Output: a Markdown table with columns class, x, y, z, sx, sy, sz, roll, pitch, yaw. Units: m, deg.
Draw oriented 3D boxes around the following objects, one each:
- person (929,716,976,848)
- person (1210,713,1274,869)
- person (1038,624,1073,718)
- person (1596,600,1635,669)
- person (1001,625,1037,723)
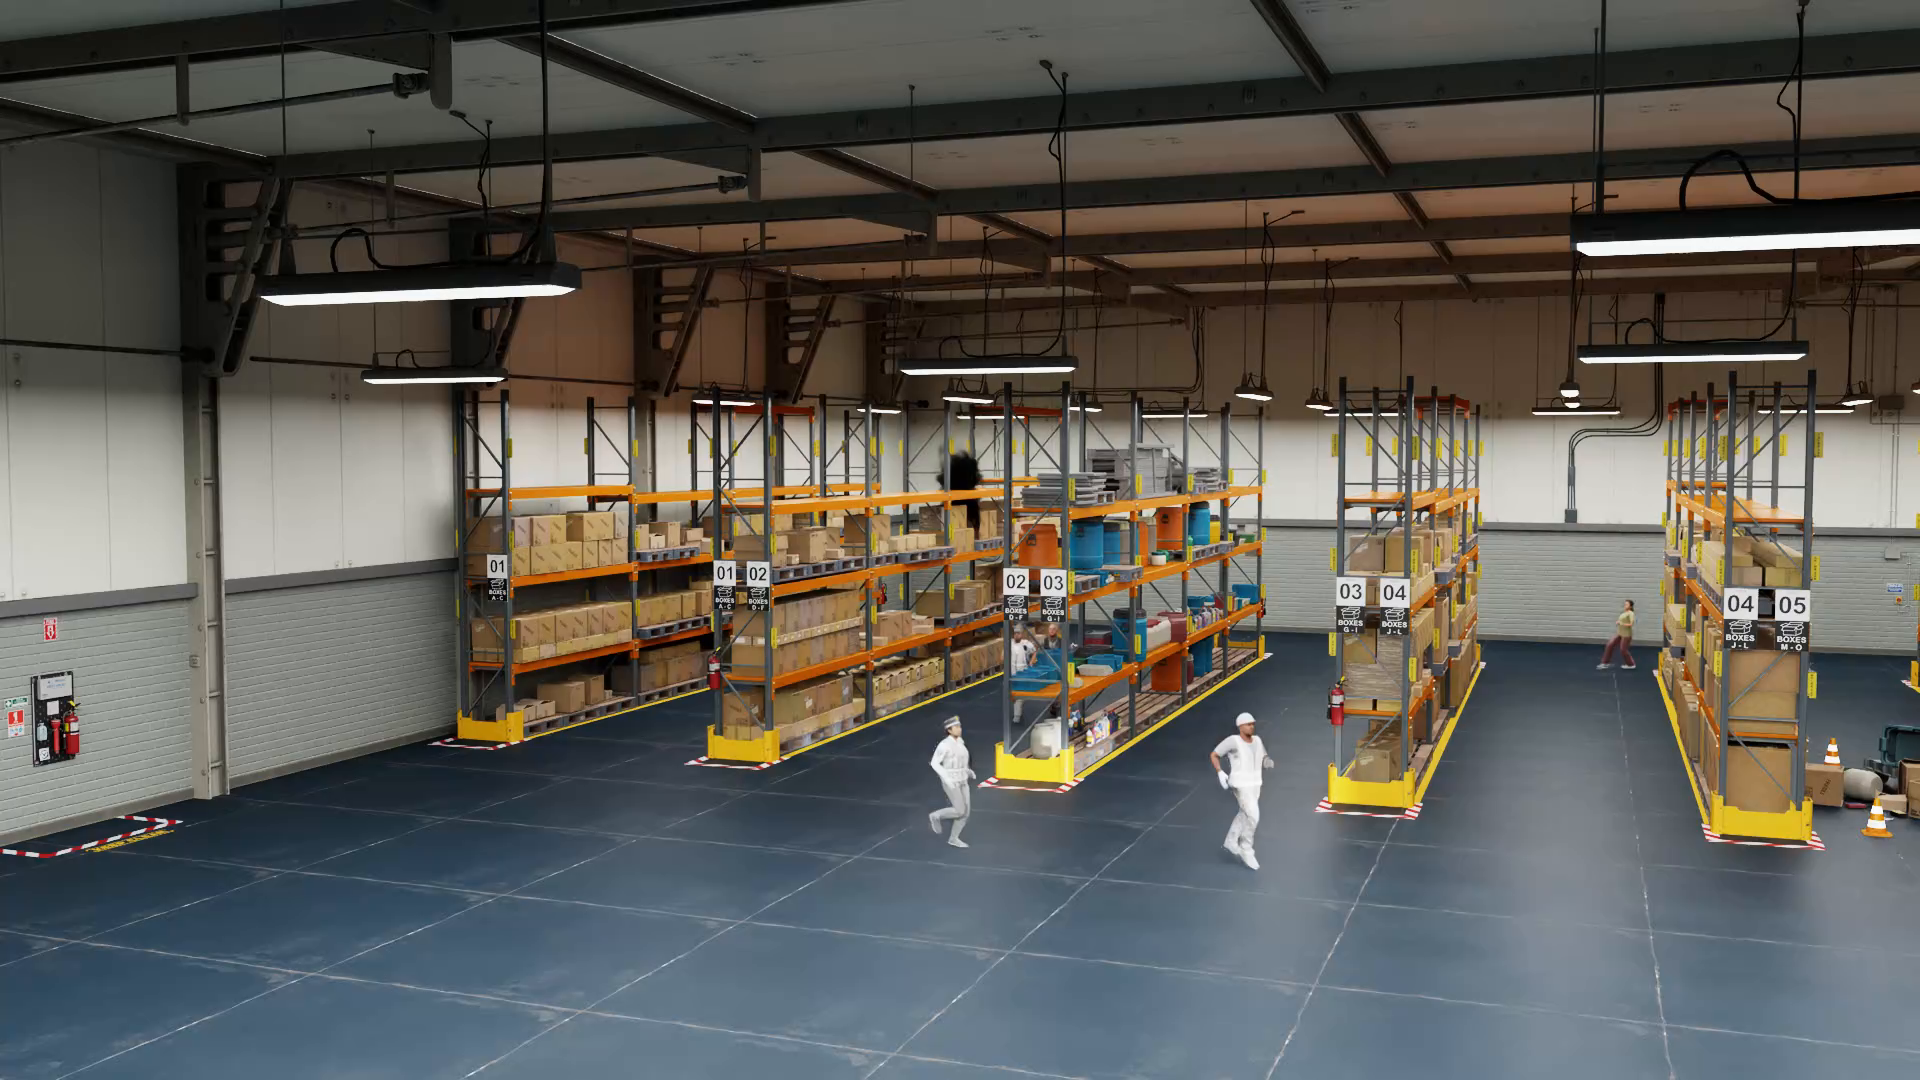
| class | x | y | z | sx | sy | sz | roll | pitch | yaw |
| --- | --- | --- | --- | --- | --- | --- | --- | --- | --- |
| person | -0.094 | 3.026 | 20.935 | 0.555 | 1.651 | 0.615 | 2 | 4 | 37 |
| person | 3.446 | 3.004 | 20.071 | 0.661 | 1.839 | 0.775 | -3 | 4 | -40 |
| person | 1.733 | 2.449 | 30.974 | 0.640 | 1.736 | 0.669 | 1 | 3 | 20 |
| person | 14.924 | 2.143 | 37.560 | 0.827 | 1.615 | 0.666 | 0 | 3 | -4 |
| person | 1.066 | 2.430 | 30.510 | 0.665 | 1.754 | 0.945 | 1 | 3 | 10 |
